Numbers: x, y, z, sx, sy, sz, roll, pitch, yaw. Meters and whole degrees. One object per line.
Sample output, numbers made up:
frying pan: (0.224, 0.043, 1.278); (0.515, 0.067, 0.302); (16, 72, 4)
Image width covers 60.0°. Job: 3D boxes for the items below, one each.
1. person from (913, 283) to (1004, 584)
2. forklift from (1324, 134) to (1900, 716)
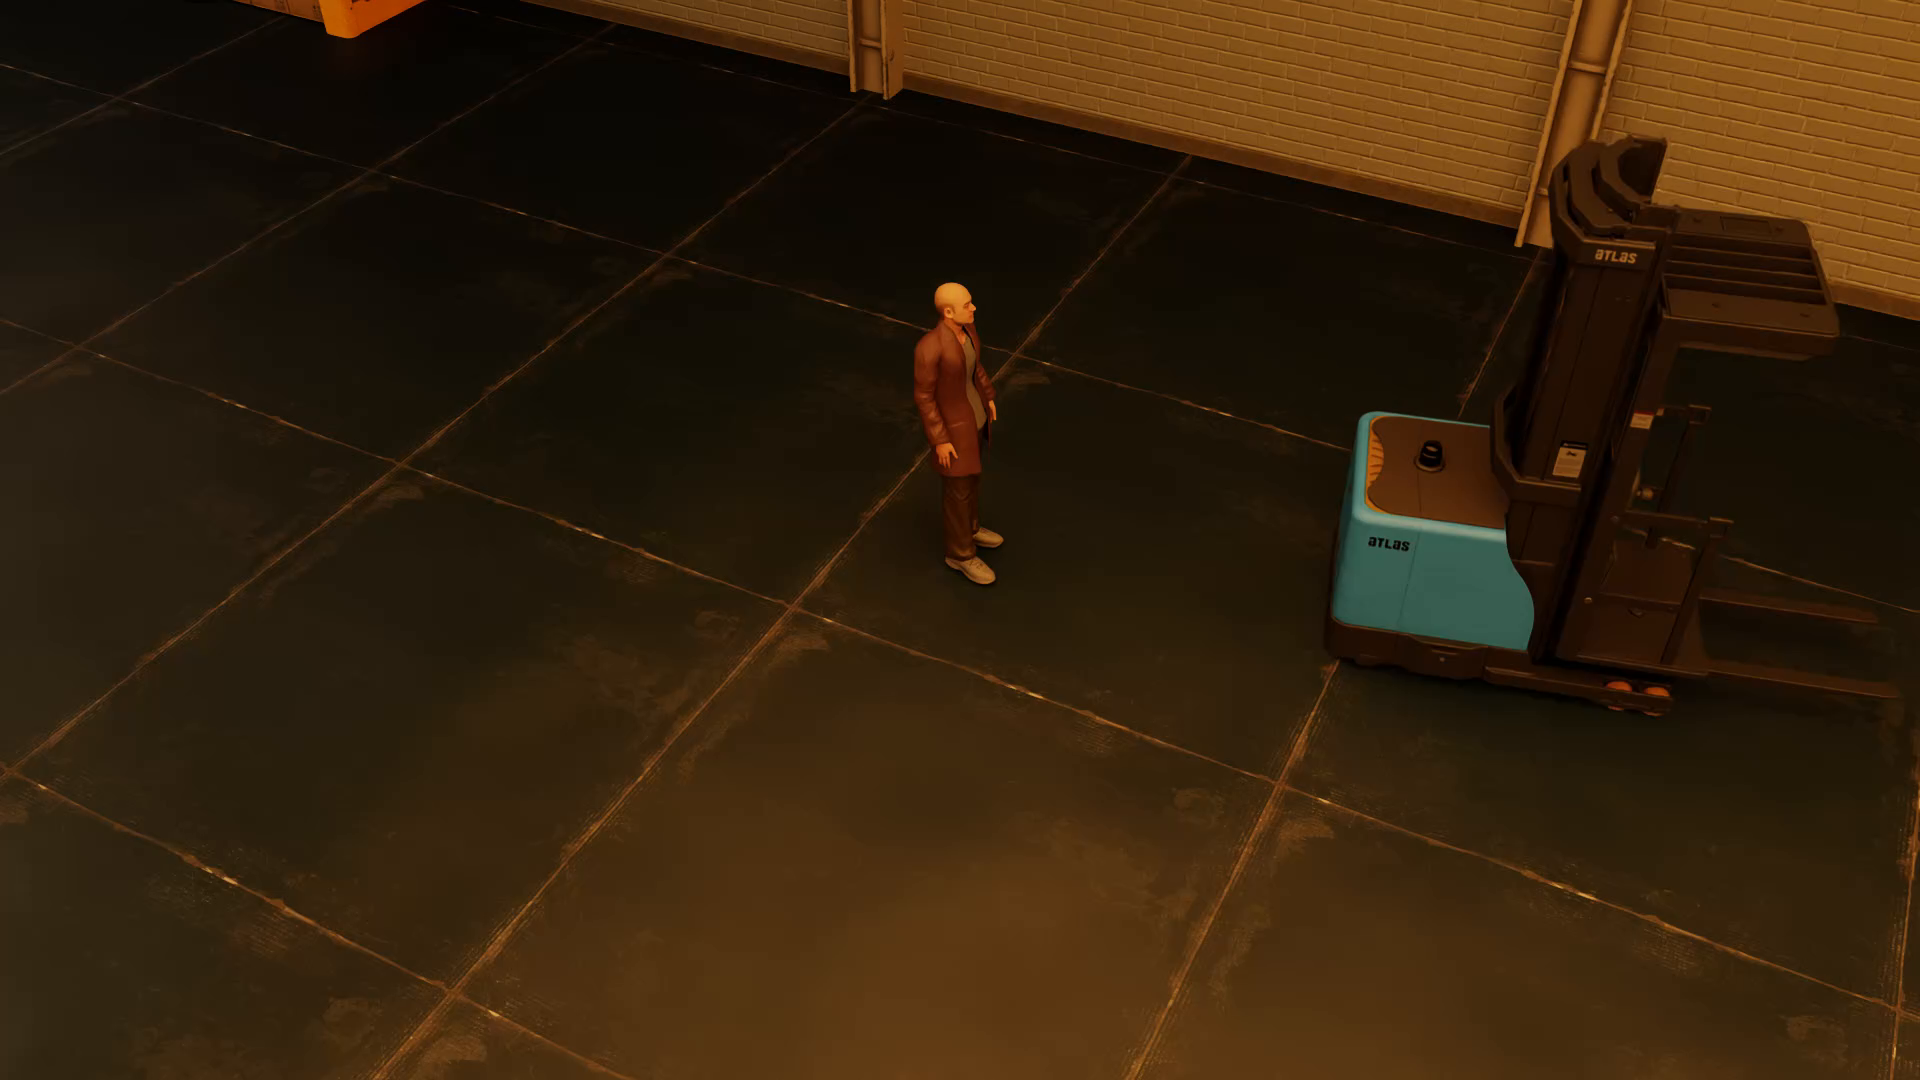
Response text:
person: (0.078, -0.656, 9.649); (0.582, 1.776, 0.696); (18, 43, 21)
forklift: (3.640, -0.533, 8.620); (3.031, 2.935, 1.130); (8, 41, 10)
